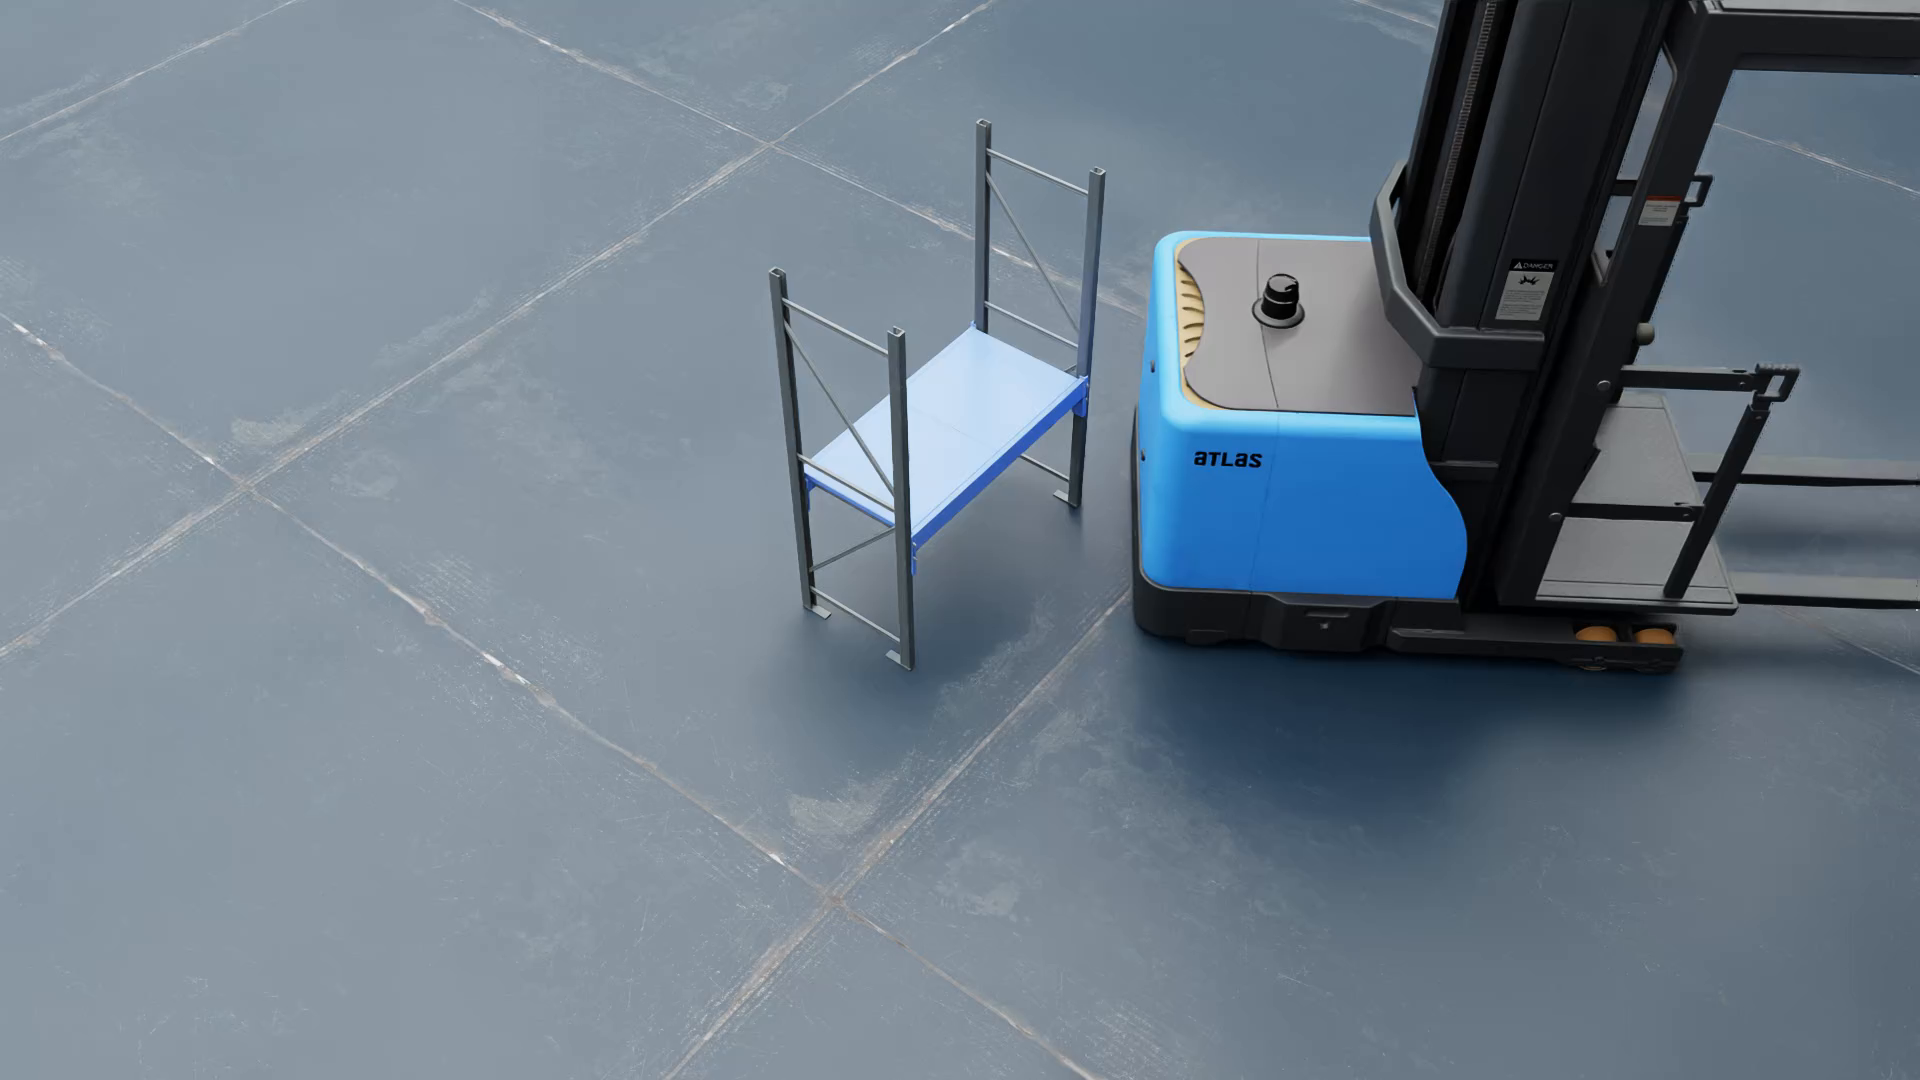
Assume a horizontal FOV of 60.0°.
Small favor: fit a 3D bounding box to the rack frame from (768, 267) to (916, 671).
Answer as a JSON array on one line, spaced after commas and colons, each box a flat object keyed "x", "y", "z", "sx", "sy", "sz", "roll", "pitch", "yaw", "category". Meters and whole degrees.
[{"x": -0.363, "y": -0.178, "z": 5.383, "sx": 0.500, "sy": 1.500, "sz": 0.032, "roll": 29, "pitch": 53, "yaw": 25, "category": "rack frame"}]

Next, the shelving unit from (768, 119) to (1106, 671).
[{"x": -0.052, "y": -0.469, "z": 5.661, "sx": 0.500, "sy": 1.500, "sz": 1.048, "roll": 29, "pitch": 53, "yaw": 25, "category": "shelving unit"}]

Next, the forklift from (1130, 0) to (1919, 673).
[{"x": 2.154, "y": -0.947, "z": 5.128, "sx": 3.031, "sy": 2.935, "sz": 1.130, "roll": 2, "pitch": 46, "yaw": 2, "category": "forklift"}]

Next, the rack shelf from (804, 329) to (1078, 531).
[{"x": -0.052, "y": -0.379, "z": 5.756, "sx": 0.459, "sy": 0.062, "sz": 0.952, "roll": 29, "pitch": 53, "yaw": 25, "category": "rack shelf"}]

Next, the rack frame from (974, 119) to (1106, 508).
[{"x": 0.259, "y": -0.760, "z": 5.939, "sx": 0.500, "sy": 1.500, "sz": 0.032, "roll": 29, "pitch": 53, "yaw": 25, "category": "rack frame"}]
